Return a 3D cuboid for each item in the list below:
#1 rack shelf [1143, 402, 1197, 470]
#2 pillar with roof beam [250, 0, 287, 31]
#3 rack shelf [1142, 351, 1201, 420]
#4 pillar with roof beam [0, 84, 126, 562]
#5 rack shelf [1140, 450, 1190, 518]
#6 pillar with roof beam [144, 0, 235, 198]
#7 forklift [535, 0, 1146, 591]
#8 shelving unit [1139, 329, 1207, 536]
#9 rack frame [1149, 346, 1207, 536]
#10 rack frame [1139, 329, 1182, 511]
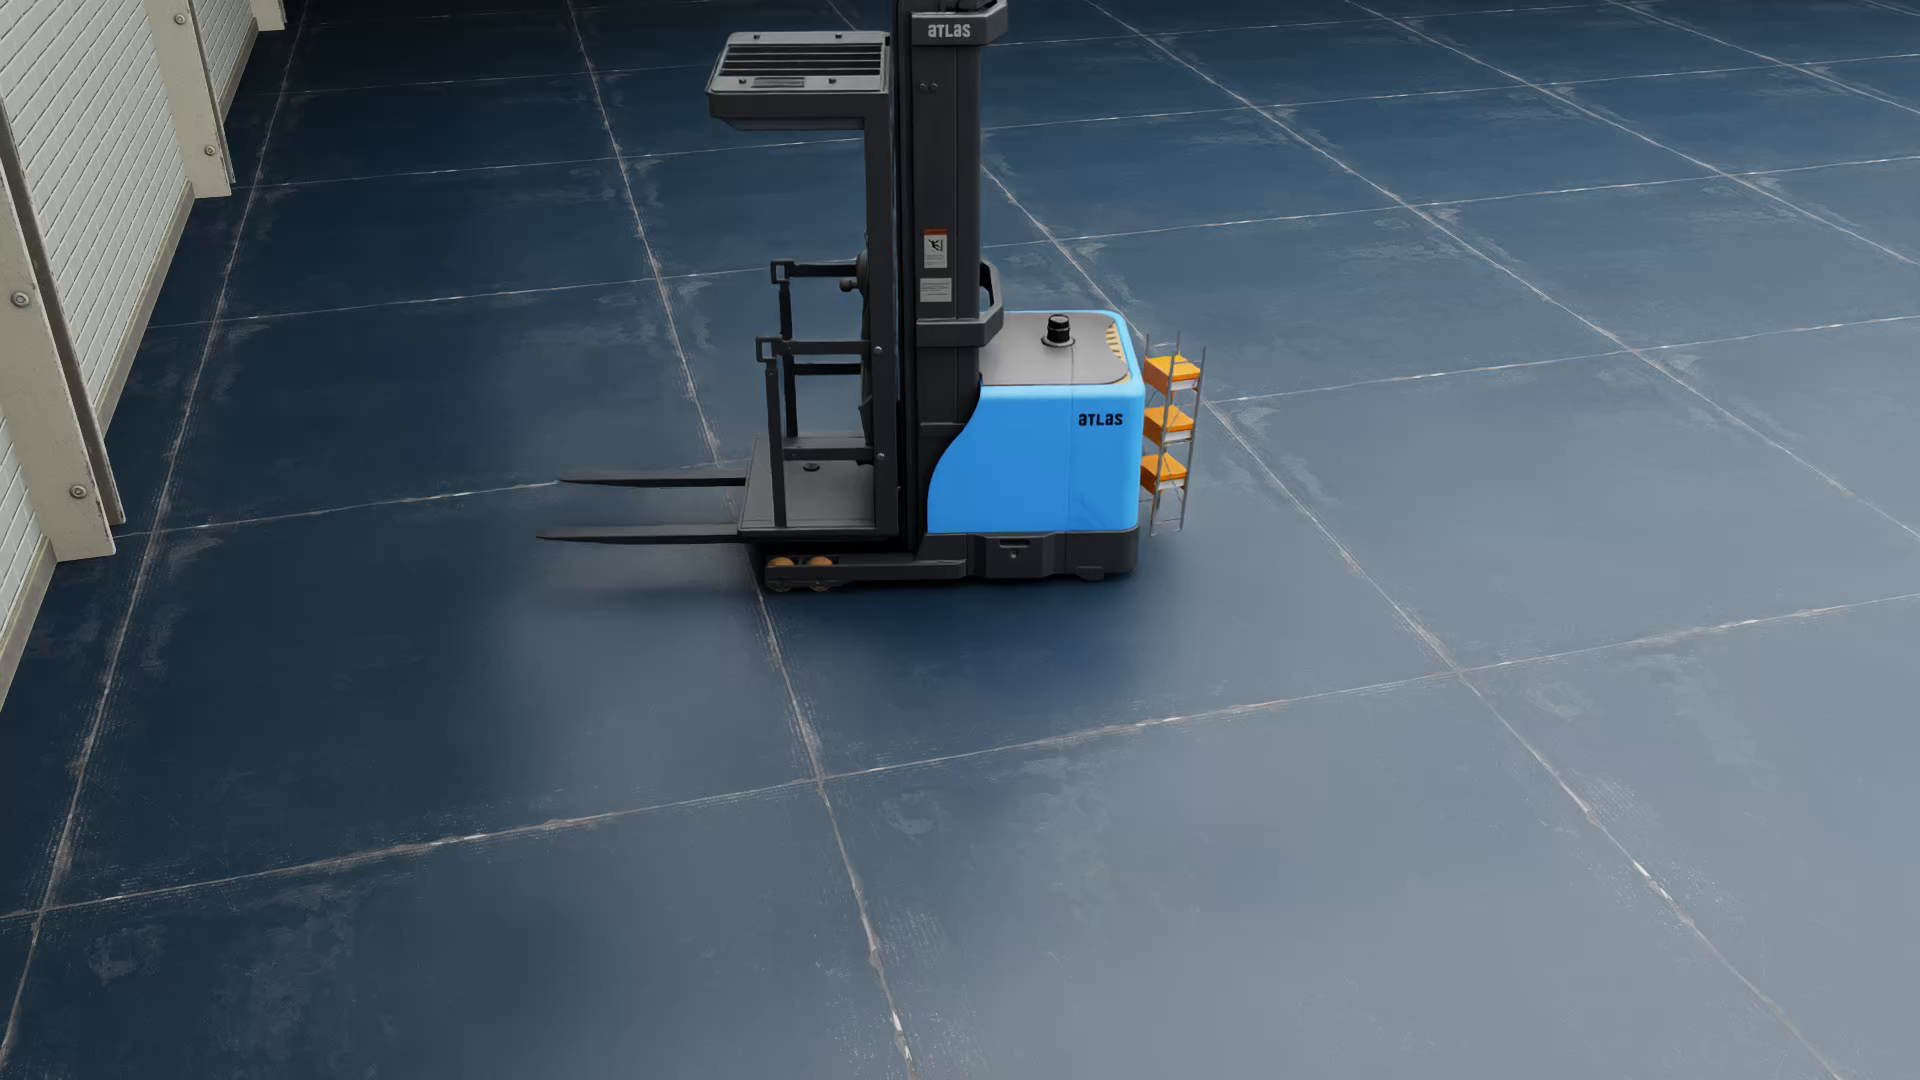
[{"bbox_3d":[1.066,-0.542,8.648,0.215,0.259,0.240,-10,31,-23],"label":"rack shelf"},{"bbox_3d":[-3.620,-10.263,17.498,9.100,9.000,0.400,-8,31,-13],"label":"pillar with roof beam"},{"bbox_3d":[1.082,-0.791,8.512,0.215,0.259,0.240,-10,31,-23],"label":"rack shelf"},{"bbox_3d":[-0.435,-4.467,7.484,9.100,9.000,0.400,-8,31,-13],"label":"pillar with roof beam"},{"bbox_3d":[1.051,-0.299,8.781,0.215,0.259,0.240,-10,31,-23],"label":"rack shelf"},{"bbox_3d":[-2.027,-7.365,12.491,9.100,9.000,0.400,-8,31,-13],"label":"pillar with roof beam"},{"bbox_3d":[-0.628,-1.282,8.039,3.031,2.935,1.130,-1,30,-1],"label":"forklift"},{"bbox_3d":[1.067,-0.552,8.643,0.215,1.050,0.252,-10,31,-23],"label":"shelving unit"},{"bbox_3d":[1.118,-0.496,8.547,0.200,1.050,0.008,-10,31,-23],"label":"rack frame"},{"bbox_3d":[1.016,-0.607,8.739,0.200,1.050,0.008,-10,31,-23],"label":"rack frame"}]
